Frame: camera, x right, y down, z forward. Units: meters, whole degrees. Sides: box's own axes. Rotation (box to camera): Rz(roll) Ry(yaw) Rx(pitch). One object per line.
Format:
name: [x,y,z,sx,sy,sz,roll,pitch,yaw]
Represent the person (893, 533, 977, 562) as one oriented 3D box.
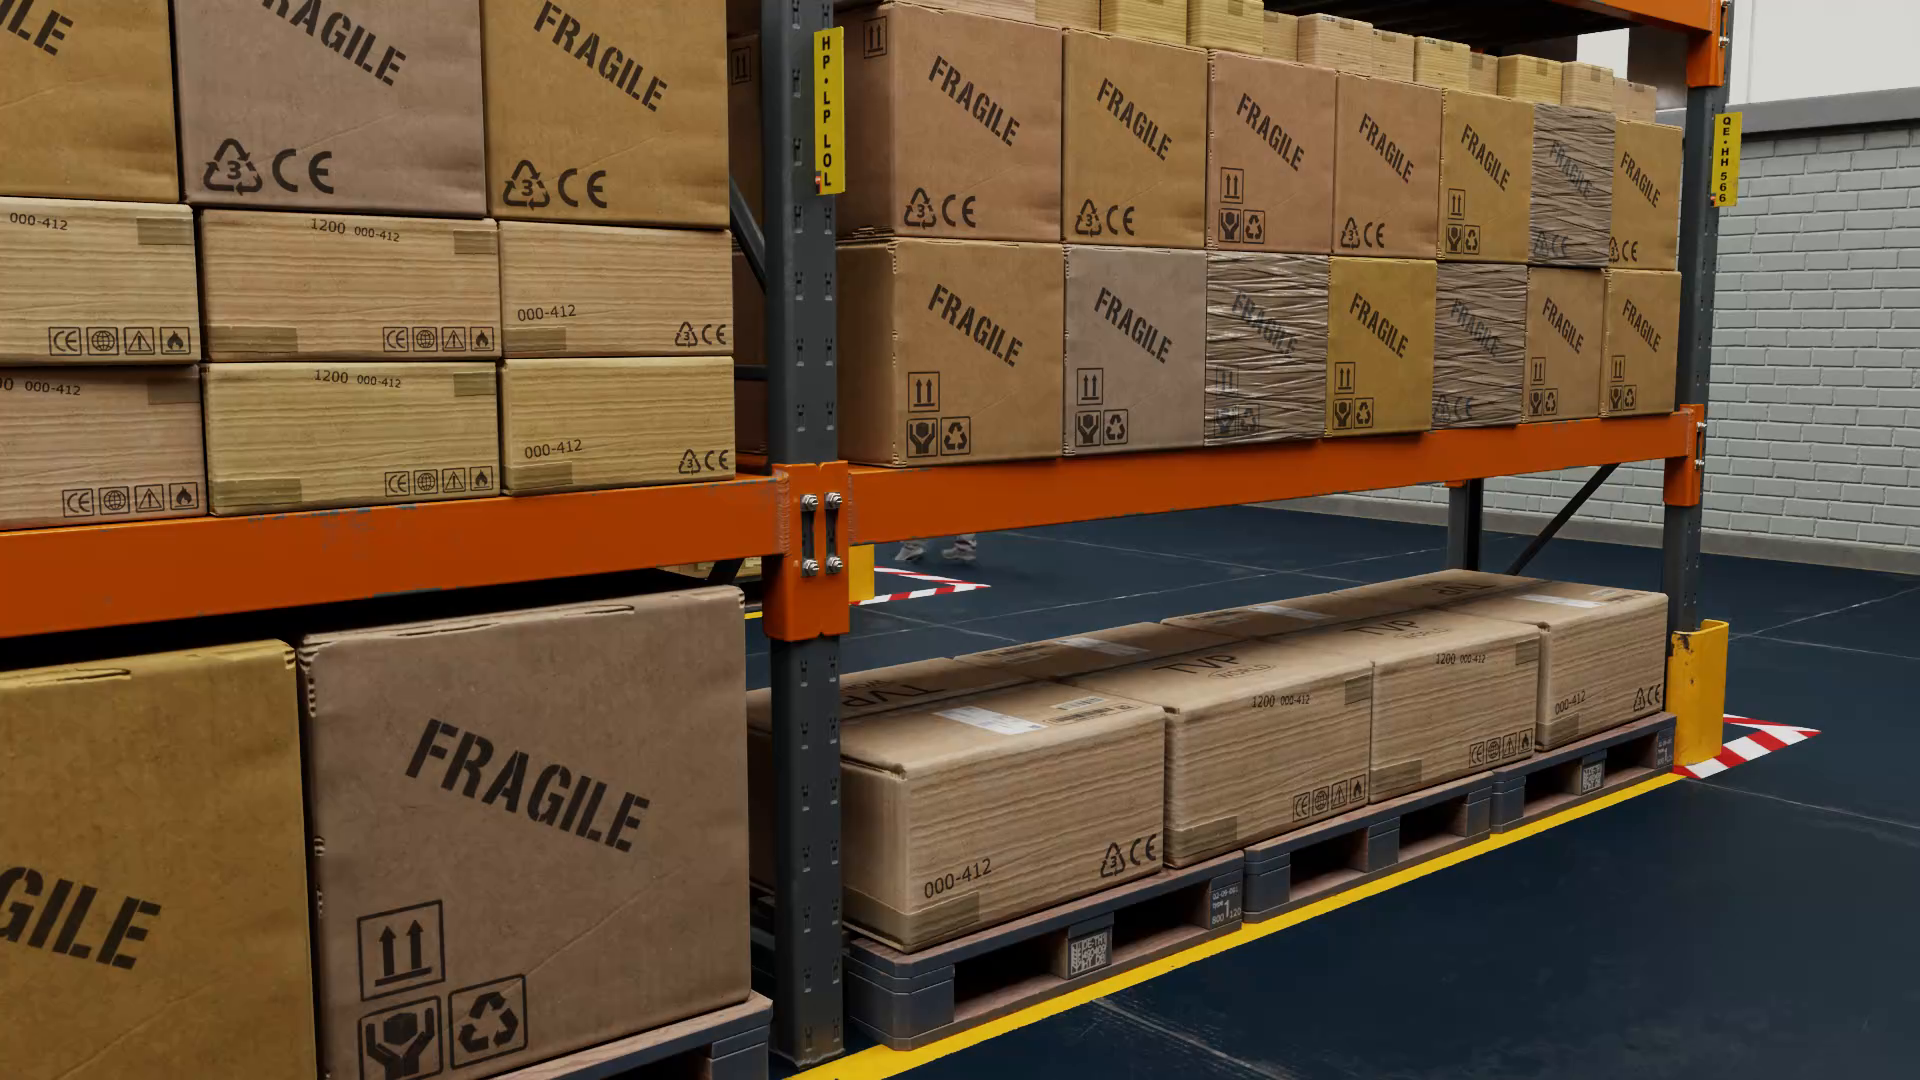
person: [-0.176,-0.700,11.251,0.696,1.825,0.590,7,10,43]
